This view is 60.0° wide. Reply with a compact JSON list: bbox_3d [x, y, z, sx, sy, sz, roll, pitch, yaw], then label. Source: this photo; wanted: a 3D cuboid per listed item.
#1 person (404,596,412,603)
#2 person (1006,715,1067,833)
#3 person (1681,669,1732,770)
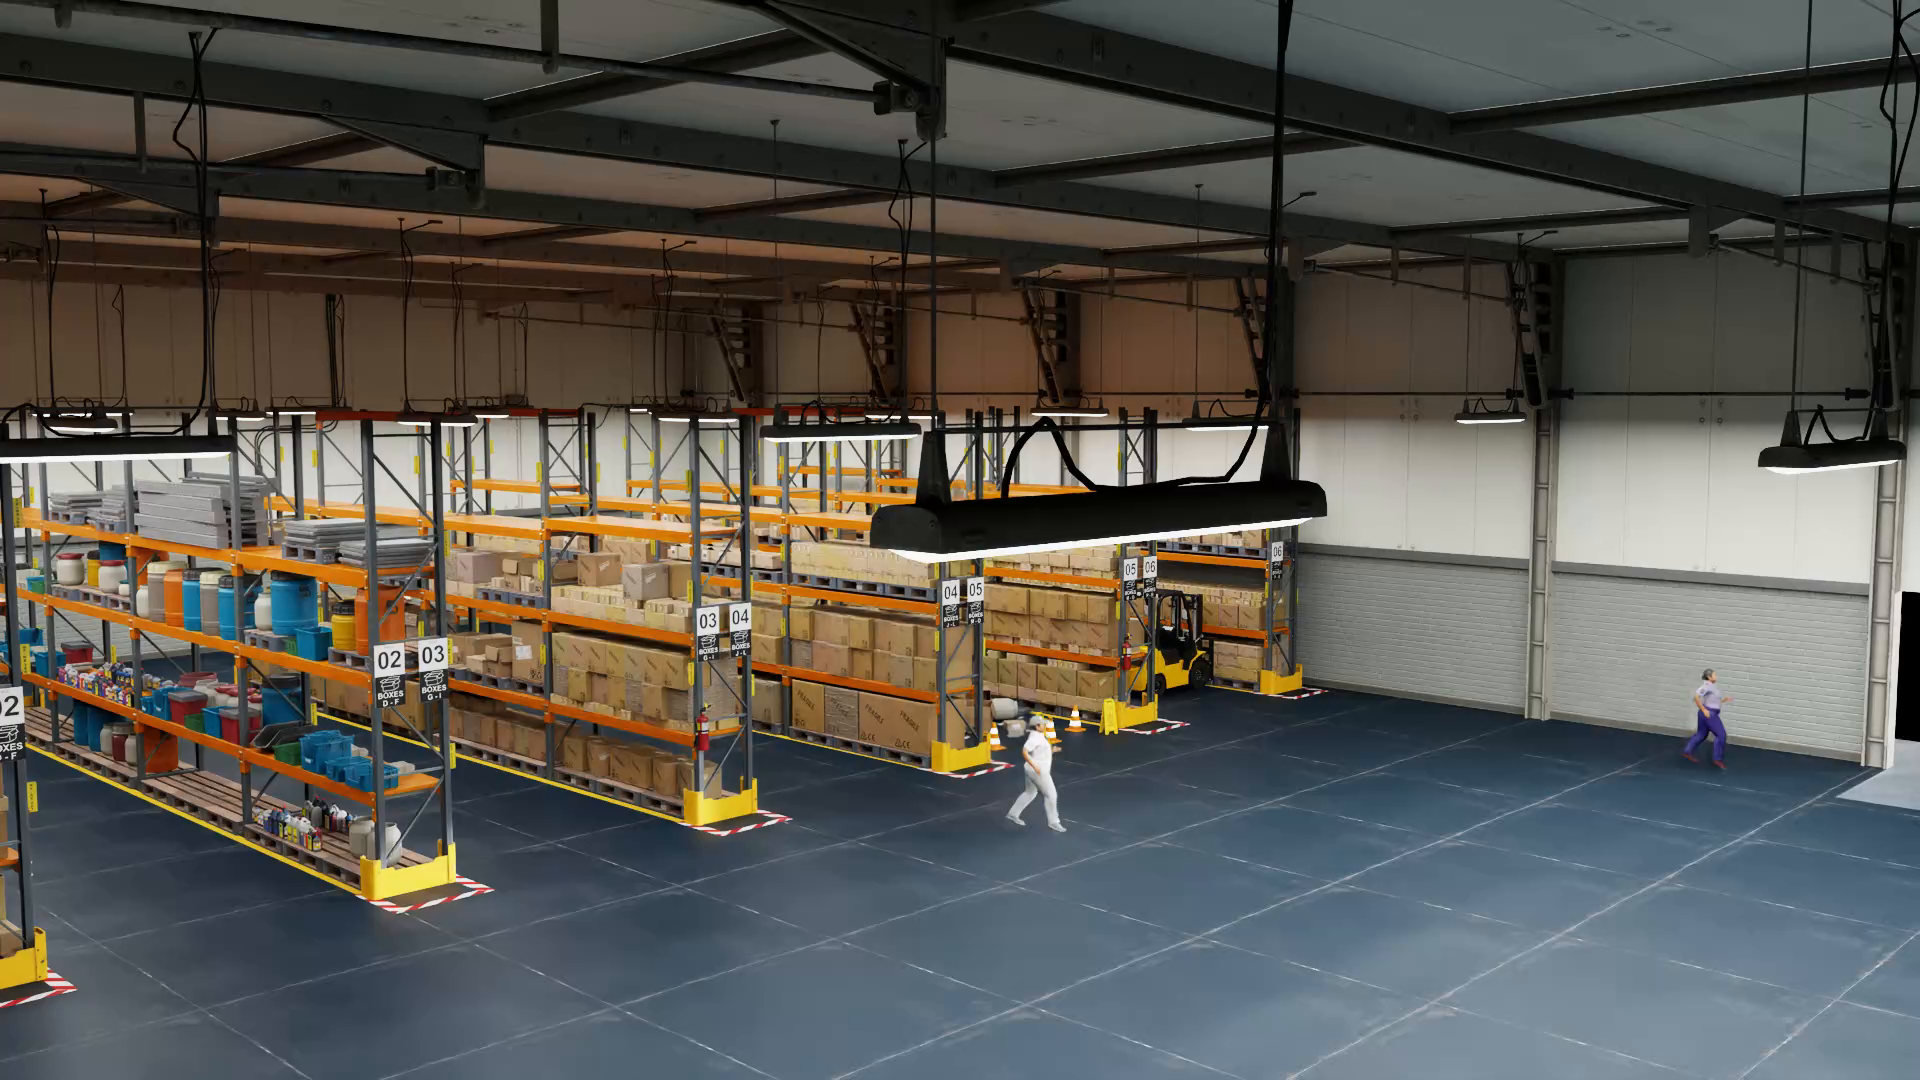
[{"bbox_3d":[-12.998,2.087,38.572,0.826,1.666,0.621,-1,5,-13],"label":"person"},{"bbox_3d":[1.107,3.368,23.983,0.873,1.698,0.594,-1,5,-6],"label":"person"},{"bbox_3d":[12.648,3.024,28.130,0.748,1.711,0.579,2,5,18],"label":"person"}]
